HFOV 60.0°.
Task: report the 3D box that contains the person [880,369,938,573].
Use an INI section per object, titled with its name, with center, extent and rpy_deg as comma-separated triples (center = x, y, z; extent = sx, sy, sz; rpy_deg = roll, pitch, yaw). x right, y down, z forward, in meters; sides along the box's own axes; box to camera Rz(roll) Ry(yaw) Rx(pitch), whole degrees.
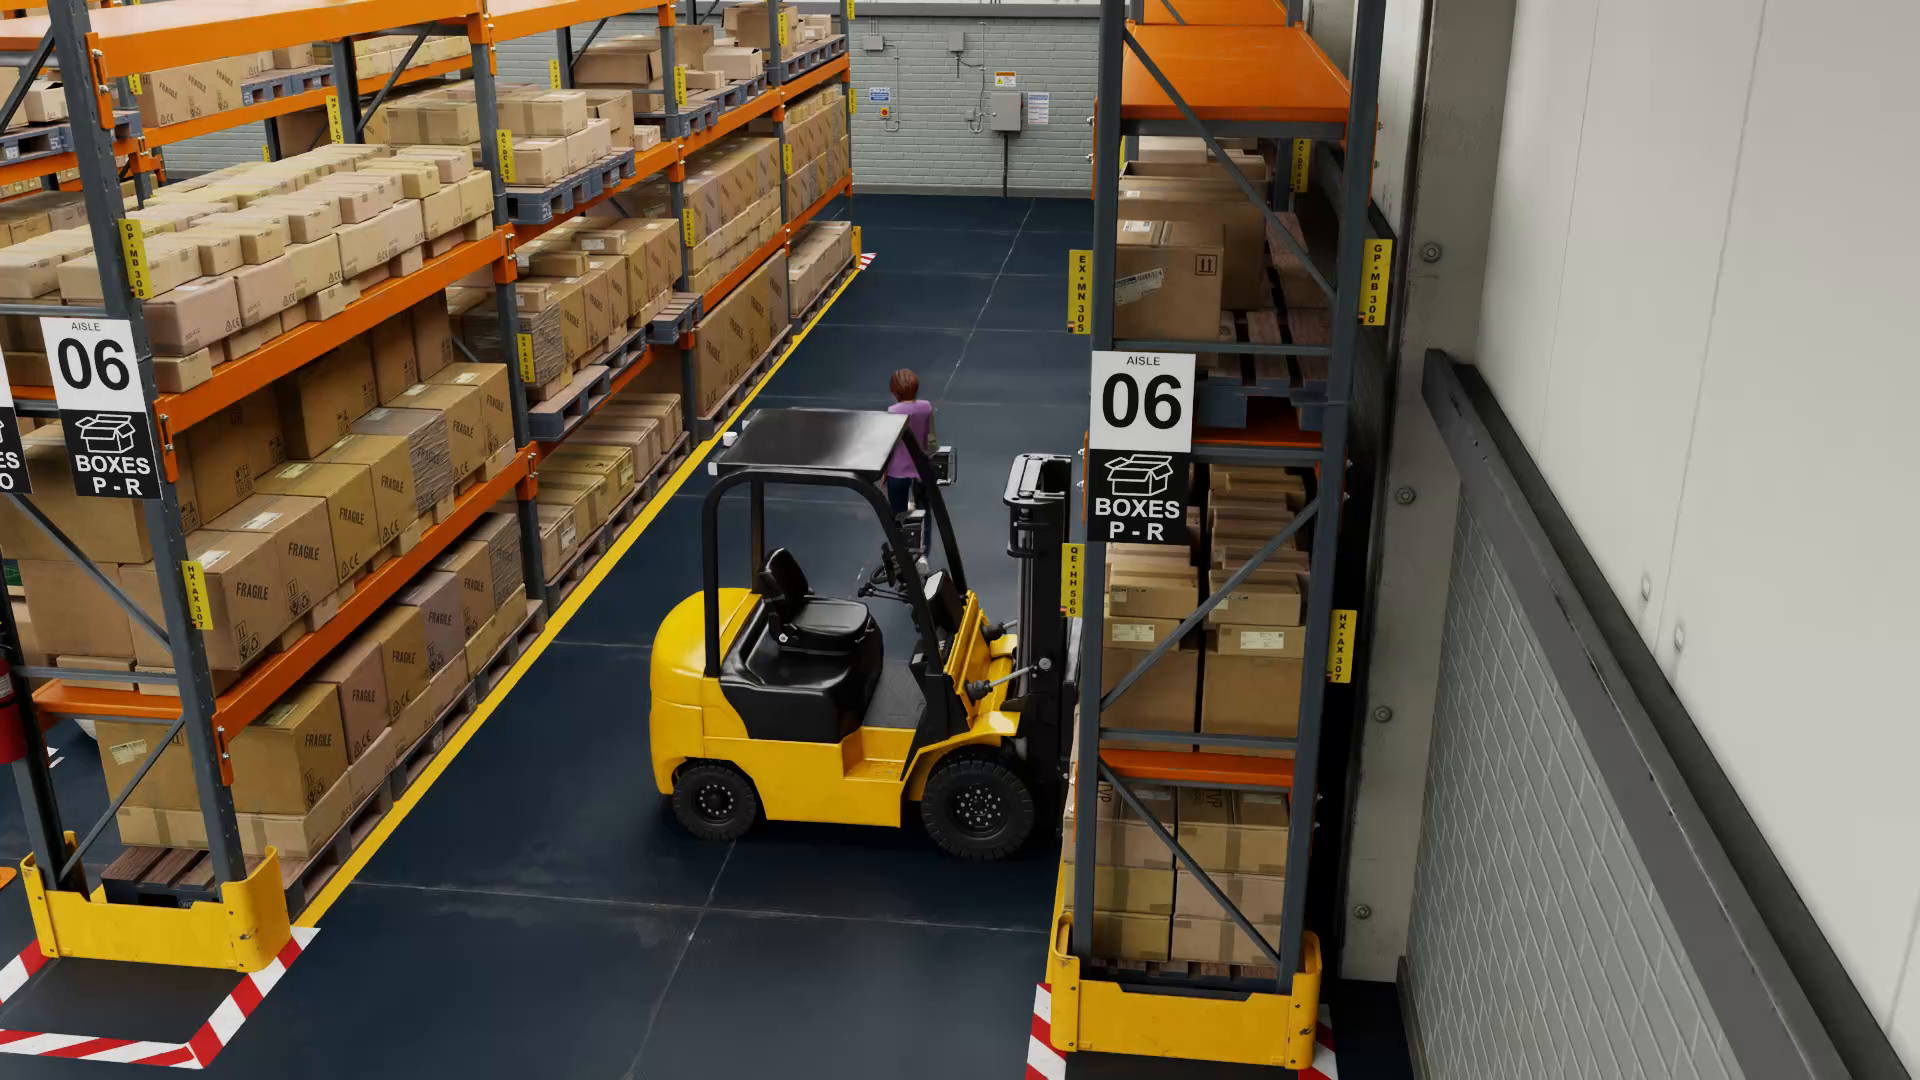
[person]
center = -0.394, -0.461, 12.291
extent = 0.440, 1.631, 0.364
rpy_deg = -7, 23, -18
